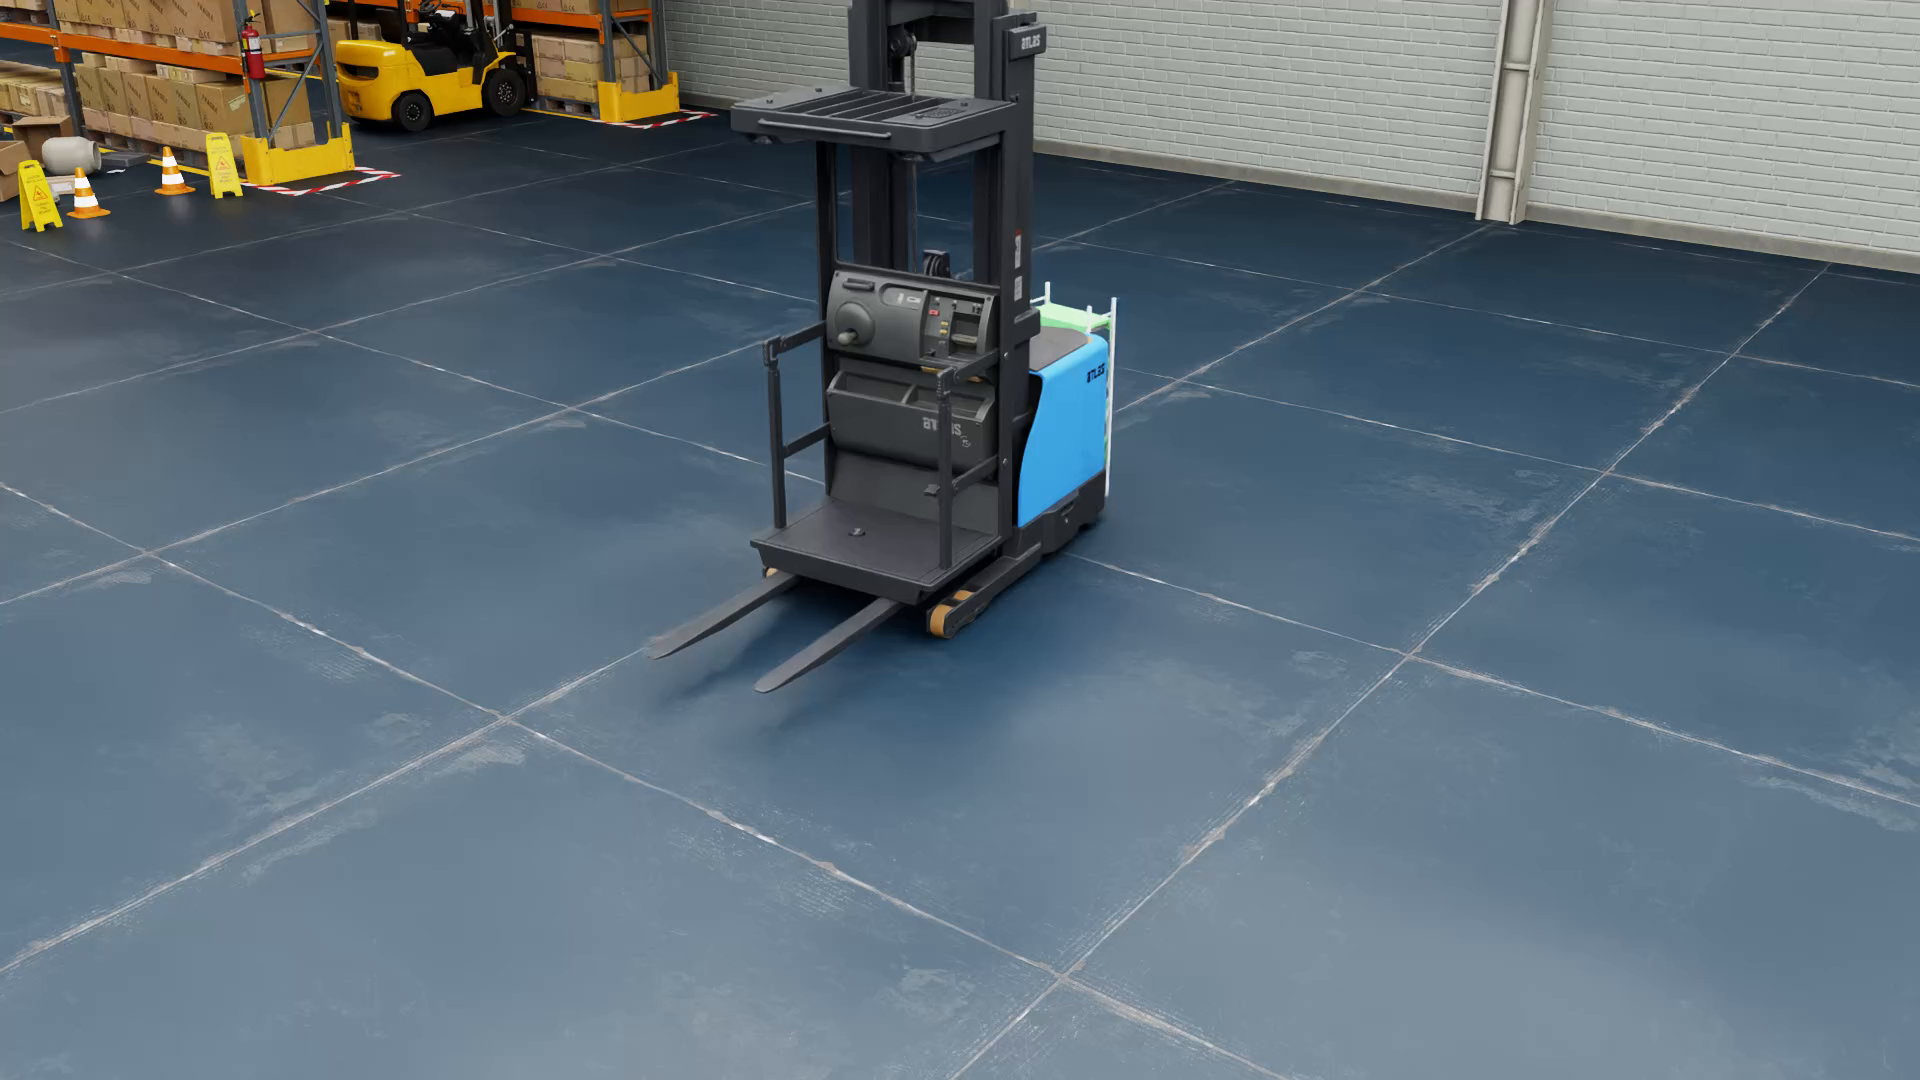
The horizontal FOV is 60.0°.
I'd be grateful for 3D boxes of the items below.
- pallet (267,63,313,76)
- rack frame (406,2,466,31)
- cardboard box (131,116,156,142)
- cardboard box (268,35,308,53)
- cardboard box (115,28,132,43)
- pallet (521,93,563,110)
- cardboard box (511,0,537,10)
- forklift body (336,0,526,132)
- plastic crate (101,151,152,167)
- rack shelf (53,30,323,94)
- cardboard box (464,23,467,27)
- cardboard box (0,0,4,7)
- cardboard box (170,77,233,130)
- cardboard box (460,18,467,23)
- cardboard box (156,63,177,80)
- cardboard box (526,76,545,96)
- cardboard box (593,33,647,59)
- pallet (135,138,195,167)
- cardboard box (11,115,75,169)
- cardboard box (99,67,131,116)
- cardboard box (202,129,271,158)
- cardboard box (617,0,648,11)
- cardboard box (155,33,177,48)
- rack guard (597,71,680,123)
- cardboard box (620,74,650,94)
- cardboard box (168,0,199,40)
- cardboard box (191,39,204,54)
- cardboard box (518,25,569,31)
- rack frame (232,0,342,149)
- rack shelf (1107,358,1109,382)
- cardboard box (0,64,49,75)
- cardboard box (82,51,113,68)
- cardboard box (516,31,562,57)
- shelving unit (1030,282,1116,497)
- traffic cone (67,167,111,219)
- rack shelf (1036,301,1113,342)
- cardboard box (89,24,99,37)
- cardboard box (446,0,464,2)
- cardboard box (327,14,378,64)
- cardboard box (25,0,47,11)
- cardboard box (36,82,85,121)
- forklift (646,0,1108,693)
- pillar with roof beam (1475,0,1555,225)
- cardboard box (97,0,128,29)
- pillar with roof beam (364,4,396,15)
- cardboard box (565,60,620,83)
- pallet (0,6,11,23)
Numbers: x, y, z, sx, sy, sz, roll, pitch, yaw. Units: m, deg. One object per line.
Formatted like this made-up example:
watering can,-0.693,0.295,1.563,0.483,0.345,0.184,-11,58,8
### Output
pallet,-10.007,-7.438,25.869,1.213,0.211,1.003,17,29,33
rack frame,-7.442,-7.958,23.592,0.127,3.000,1.000,17,29,33
cardboard box,-9.245,-4.807,19.329,0.500,0.250,0.500,16,29,33
cardboard box,-7.362,-5.423,18.148,0.250,0.149,0.380,17,29,33
cardboard box,-9.338,-5.749,18.889,0.250,0.149,0.380,17,29,34
pallet,-5.850,-6.182,23.018,1.213,0.211,1.003,17,29,33
cardboard box,-5.612,-7.323,22.027,0.500,0.500,0.500,16,29,32
forklift body,-6.852,-6.473,21.273,1.214,2.155,2.313,17,29,33
plastic crate,-9.651,-4.376,19.082,0.583,0.080,0.402,7,25,15
rack shelf,-8.815,-5.543,19.003,4.000,0.370,1.077,17,29,33
cardboard box,-6.840,-7.005,23.077,0.500,0.250,0.500,17,29,33
cardboard box,-11.627,-6.649,20.411,0.250,0.149,0.380,17,29,34
cardboard box,-8.432,-4.900,18.611,0.500,0.500,0.500,18,30,35
cardboard box,-6.932,-7.293,23.732,0.500,0.250,0.500,17,29,34
cardboard box,-8.755,-5.265,18.635,0.250,0.149,0.380,18,30,35
cardboard box,-5.593,-6.184,22.454,0.500,0.250,0.500,17,29,34
cardboard box,-4.512,-6.560,22.067,0.500,0.250,0.500,16,29,33
pallet,-8.876,-4.634,19.506,1.213,0.211,1.003,17,29,33
cardboard box,-10.374,-4.515,18.874,0.500,0.500,0.500,-5,24,-12
cardboard box,-9.670,-5.277,19.467,0.500,0.500,0.500,18,30,35
cardboard box,-8.042,-4.437,18.489,0.500,0.250,0.500,17,29,33
cardboard box,-4.471,-7.246,21.852,0.500,0.500,0.500,18,29,35
cardboard box,-8.708,-5.582,18.510,0.250,0.149,0.380,16,29,33
rack guard,-4.222,-5.841,21.887,0.348,0.500,1.175,17,29,33
cardboard box,-4.516,-6.107,22.279,0.500,0.250,0.500,17,29,34
cardboard box,-8.212,-5.735,18.054,0.500,0.500,0.500,17,29,33
cardboard box,-8.104,-5.389,18.073,0.250,0.149,0.380,16,29,32
cardboard box,-5.713,-6.930,22.907,0.500,0.250,0.500,16,28,32
rack frame,-7.215,-5.389,17.760,0.127,3.000,1.000,17,29,33
rack shelf,0.613,-1.008,9.611,0.480,0.148,0.258,21,31,38
cardboard box,-12.575,-5.997,21.879,0.625,0.372,0.950,16,28,32
cardboard box,-10.041,-5.650,19.509,0.250,0.149,0.380,17,29,34
cardboard box,-5.618,-6.634,22.235,0.500,0.250,0.500,17,29,34
shelving unit,0.613,-0.847,9.683,0.503,1.200,0.258,21,31,38
traffic cone,-8.726,-3.475,16.563,0.334,0.463,0.336,17,29,33
rack shelf,0.613,-1.227,9.514,0.480,0.148,0.258,21,31,38
cardboard box,-9.892,-5.962,19.374,0.250,0.149,0.380,17,29,33
cardboard box,-6.816,-7.692,22.863,0.500,0.500,0.500,17,29,34
cardboard box,-9.085,-7.558,25.107,0.625,0.625,0.875,15,28,31
cardboard box,-10.993,-6.468,20.001,0.250,0.149,0.380,17,29,34
cardboard box,-10.837,-5.472,20.686,0.625,0.372,0.950,17,29,34
forklift,-0.359,-1.070,8.043,1.130,2.935,3.031,14,27,28
pillar with roof beam,2.763,-5.905,11.491,0.400,9.000,9.100,17,29,33
cardboard box,-9.421,-6.102,18.886,0.500,0.500,0.500,17,29,33
pillar with roof beam,-11.640,-10.257,21.370,0.400,9.000,9.100,17,29,33
cardboard box,-4.818,-6.170,21.804,0.500,0.250,0.500,16,29,33
pallet,-12.008,-6.770,21.133,1.213,0.211,1.003,17,29,33
